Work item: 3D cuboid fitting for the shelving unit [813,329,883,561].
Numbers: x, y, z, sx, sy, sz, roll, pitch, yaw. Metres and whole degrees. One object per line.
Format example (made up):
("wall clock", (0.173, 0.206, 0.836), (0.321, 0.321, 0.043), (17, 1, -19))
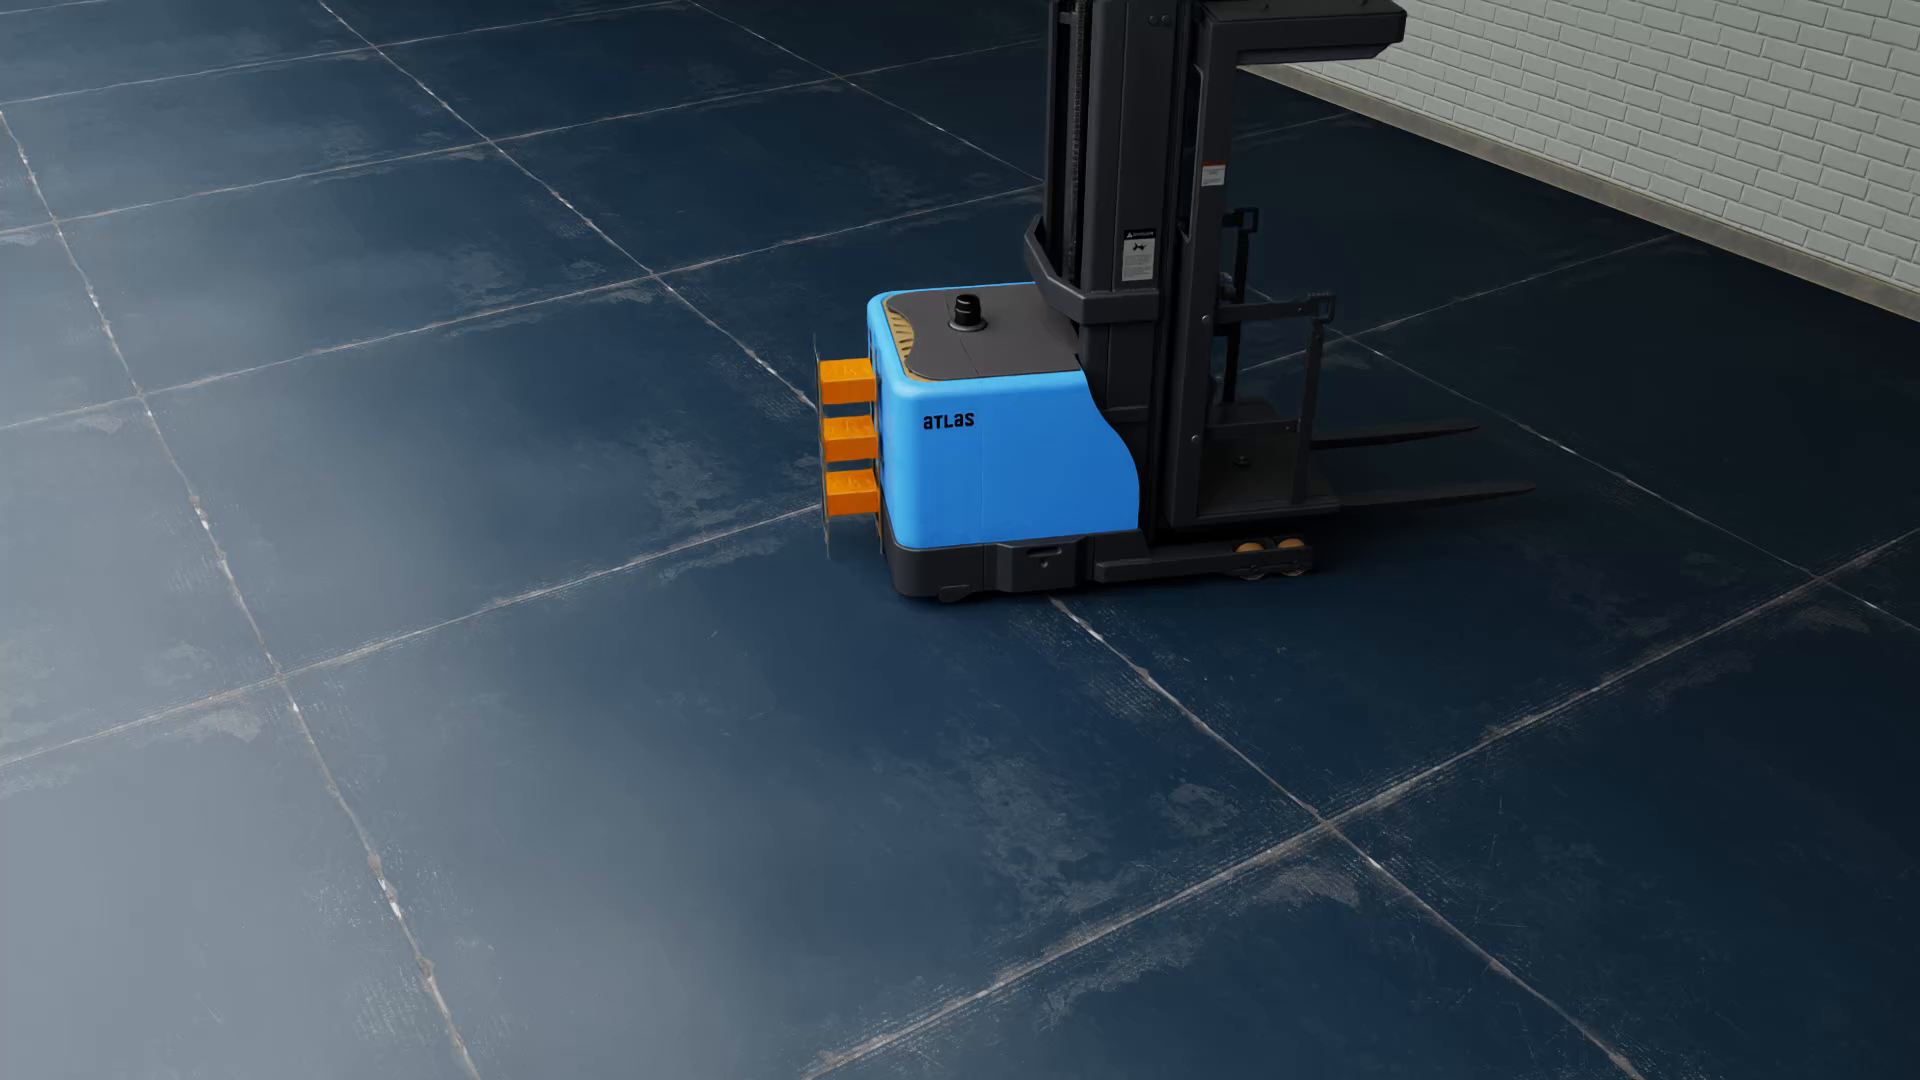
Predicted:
("shelving unit", (-0.495, -0.413, 7.421), (0.252, 1.050, 0.215), (-5, 33, -8))

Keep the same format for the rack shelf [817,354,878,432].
("rack shelf", (-0.495, -0.644, 7.275), (0.240, 0.259, 0.215), (-5, 33, -8))

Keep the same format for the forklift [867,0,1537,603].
("forklift", (1.134, -1.333, 7.116), (3.031, 2.935, 1.130), (-5, 33, -8))

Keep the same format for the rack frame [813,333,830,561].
("rack frame", (-0.615, -0.402, 7.403), (0.008, 1.050, 0.200), (-5, 33, -8))

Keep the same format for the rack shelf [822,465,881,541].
("rack shelf", (-0.495, -0.169, 7.575), (0.240, 0.259, 0.215), (-5, 33, -8))

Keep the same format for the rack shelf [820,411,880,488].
("rack shelf", (-0.495, -0.404, 7.426), (0.240, 0.259, 0.215), (-5, 33, -8))

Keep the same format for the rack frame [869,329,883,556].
("rack frame", (-0.375, -0.424, 7.438), (0.008, 1.050, 0.200), (-5, 33, -8))
